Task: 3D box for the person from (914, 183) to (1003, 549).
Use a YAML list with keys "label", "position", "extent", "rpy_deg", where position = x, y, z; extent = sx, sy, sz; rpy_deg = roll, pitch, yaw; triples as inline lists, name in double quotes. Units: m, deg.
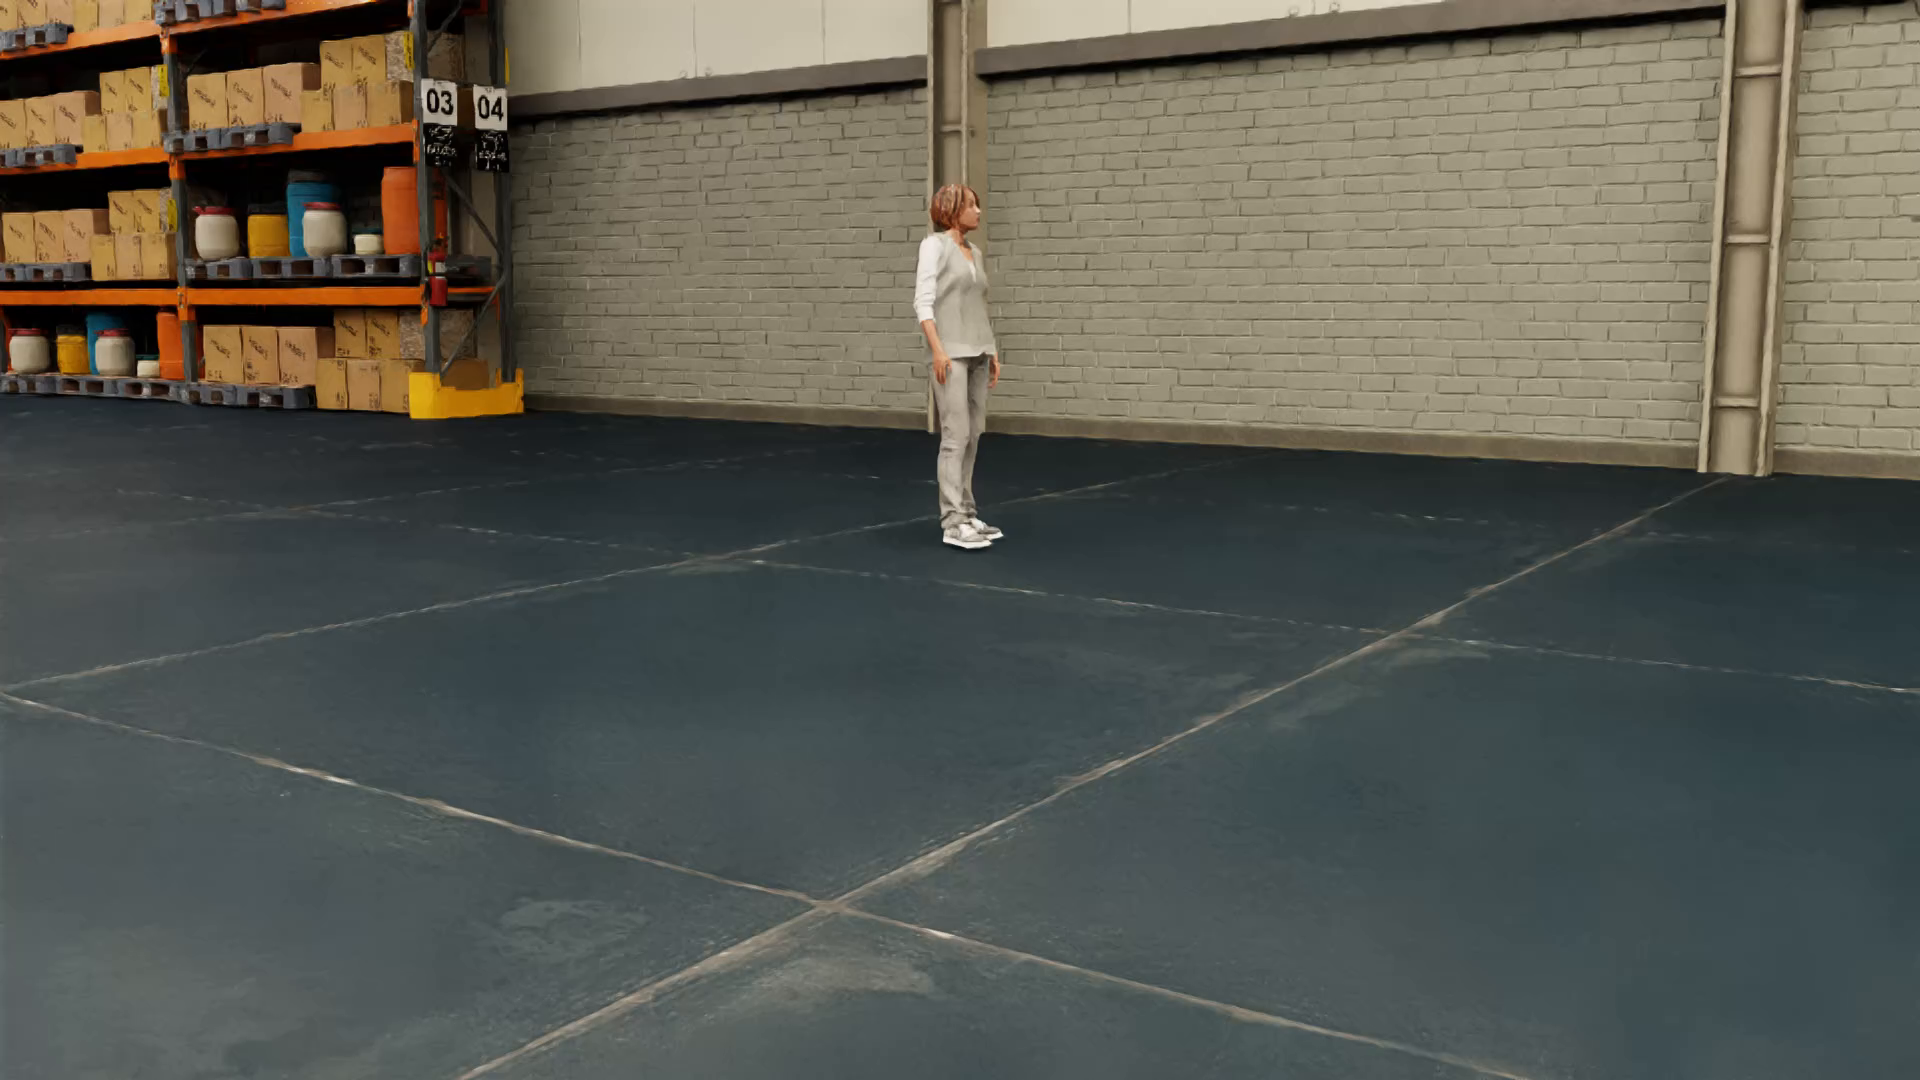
- label: "person"
  position: [0.054, -0.790, 7.438]
  extent: [0.474, 1.597, 0.521]
  rpy_deg: [5, 10, 34]
